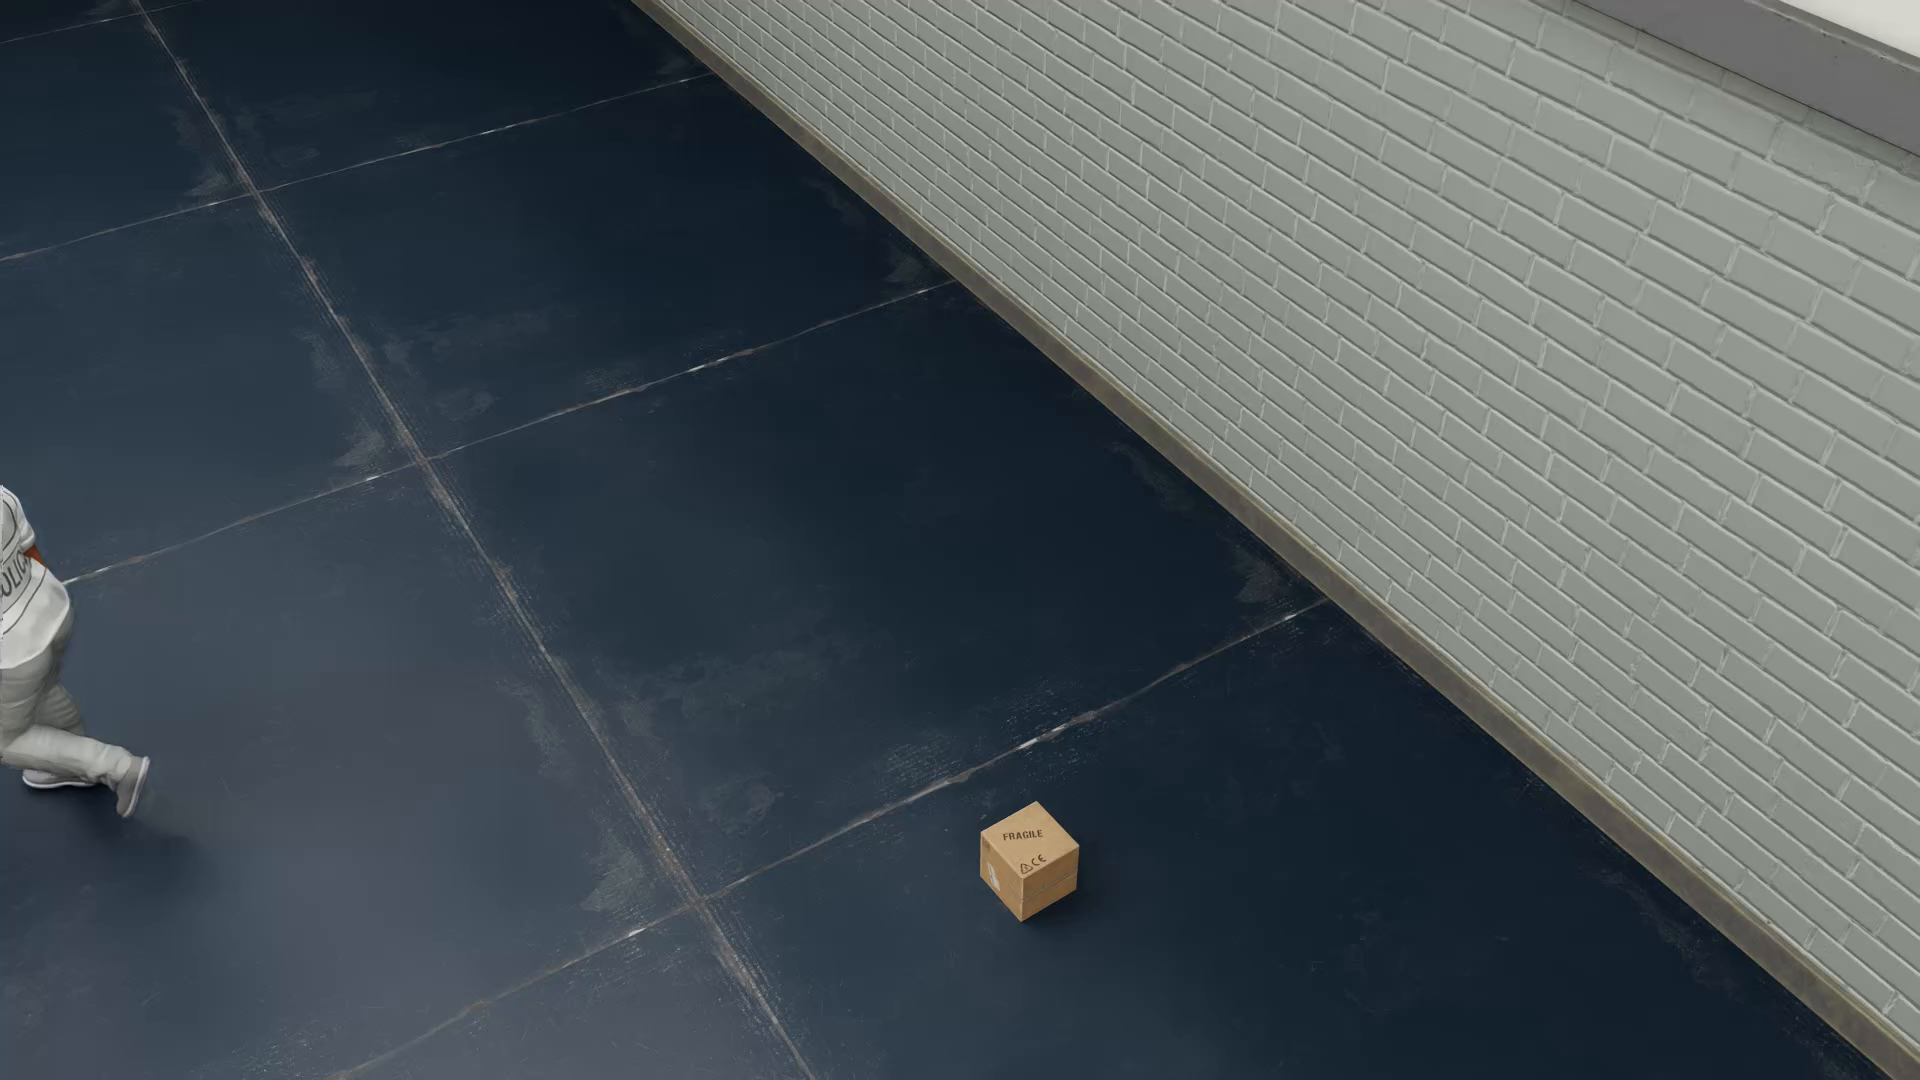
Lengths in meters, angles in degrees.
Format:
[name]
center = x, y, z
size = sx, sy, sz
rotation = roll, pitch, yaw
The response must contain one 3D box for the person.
[person]
center = -3.240, 0.335, 5.744
size = 0.649, 1.650, 0.480
rotation = 2, 41, 2
